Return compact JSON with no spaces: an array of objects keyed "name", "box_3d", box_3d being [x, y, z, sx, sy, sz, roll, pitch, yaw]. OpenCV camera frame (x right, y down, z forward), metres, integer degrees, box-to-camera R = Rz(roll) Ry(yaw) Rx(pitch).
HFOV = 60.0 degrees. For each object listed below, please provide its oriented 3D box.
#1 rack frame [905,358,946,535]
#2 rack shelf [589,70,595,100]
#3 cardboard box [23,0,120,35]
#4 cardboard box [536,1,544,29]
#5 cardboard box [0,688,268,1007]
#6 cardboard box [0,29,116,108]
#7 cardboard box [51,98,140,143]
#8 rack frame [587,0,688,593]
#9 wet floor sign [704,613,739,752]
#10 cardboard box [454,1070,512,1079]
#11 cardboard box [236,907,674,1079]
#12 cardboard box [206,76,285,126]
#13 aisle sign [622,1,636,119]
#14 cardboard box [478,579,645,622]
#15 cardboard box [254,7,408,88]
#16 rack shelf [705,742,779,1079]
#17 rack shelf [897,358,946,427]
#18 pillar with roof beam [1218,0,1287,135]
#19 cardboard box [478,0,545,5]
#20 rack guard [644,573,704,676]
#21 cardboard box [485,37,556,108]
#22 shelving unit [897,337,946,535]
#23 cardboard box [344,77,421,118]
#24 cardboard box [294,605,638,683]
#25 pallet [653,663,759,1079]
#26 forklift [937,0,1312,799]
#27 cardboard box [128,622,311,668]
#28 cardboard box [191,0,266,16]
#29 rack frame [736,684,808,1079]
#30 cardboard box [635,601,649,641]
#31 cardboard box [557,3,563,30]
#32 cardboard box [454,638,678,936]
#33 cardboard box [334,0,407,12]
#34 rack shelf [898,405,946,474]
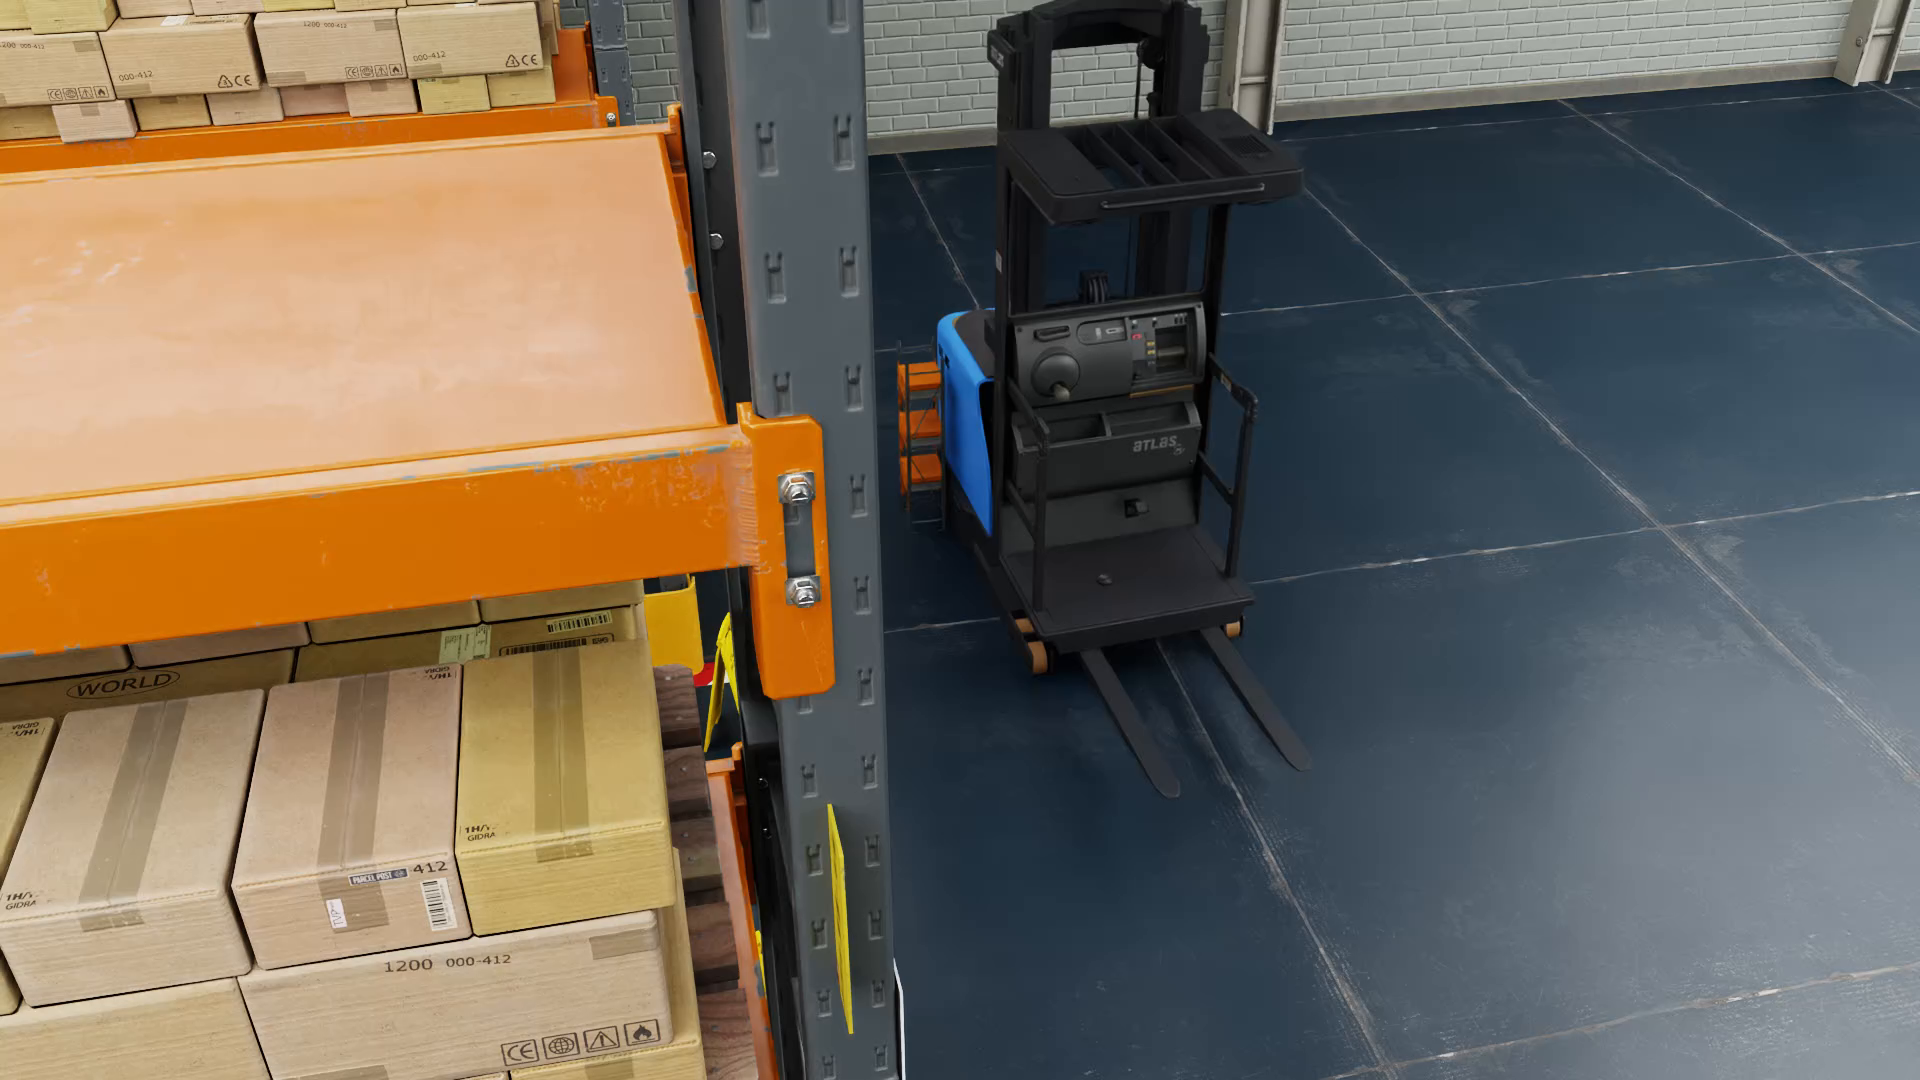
[{"name":"rack frame","box_3d":[-0.179,-0.478,8.742,0.200,1.050,0.008,-7,34,-9]},{"name":"rack shelf","box_3d":[-4.500,-3.058,11.483,4.000,0.370,1.077,-7,35,-11]},{"name":"cardboard box","box_3d":[-3.204,-1.969,6.033,0.250,0.149,0.380,-6,34,-9]},{"name":"cardboard box","box_3d":[-2.000,-2.295,6.877,0.500,0.250,0.500,-8,35,-11]},{"name":"cardboard box","box_3d":[-1.008,0.372,2.078,0.250,0.149,0.380,-7,34,-10]},{"name":"cardboard box","box_3d":[-3.378,-1.812,6.157,0.500,0.250,0.500,-7,34,-10]},{"name":"cardboard box","box_3d":[-3.225,-1.637,6.255,0.250,0.149,0.380,-8,35,-11]},{"name":"rack frame","box_3d":[-1.451,-0.905,7.630,0.127,3.000,1.000,-7,35,-11]},{"name":"wet floor sign","box_3d":[-1.029,0.631,7.454,0.232,0.644,0.267,4,34,6]},{"name":"cardboard box","box_3d":[-0.756,0.671,2.348,0.250,0.149,0.380,-7,34,-10]},{"name":"cardboard box","box_3d":[-0.676,0.462,2.302,0.500,0.250,0.500,-7,34,-10]},{"name":"cardboard box","box_3d":[-2.733,-1.737,6.402,0.250,0.149,0.380,-7,35,-11]},{"name":"aisle sign","box_3d":[-1.326,-1.835,6.682,0.004,0.787,0.394,-7,35,-11]},{"name":"cardboard box","box_3d":[-0.656,-0.047,2.703,0.250,0.149,0.380,-7,34,-10]},{"name":"cardboard box","box_3d":[-2.384,-1.949,6.361,0.500,0.250,0.500,-8,35,-11]},{"name":"rack shelf","box_3d":[-2.211,1.072,2.638,4.000,0.370,1.077,-7,35,-11]},{"name":"rack shelf","box_3d":[-0.203,-0.771,8.689,0.215,0.259,0.240,-7,34,-9]},{"name":"pillar with roof beam","box_3d":[3.375,-4.896,8.193,0.400,9.000,9.100,-7,35,-11]},{"name":"cardboard box","box_3d":[-1.715,-2.175,6.341,0.250,0.149,0.380,-7,34,-10]},{"name":"rack guard","box_3d":[-1.525,0.142,8.313,0.348,0.500,1.175,-7,35,-11]},{"name":"cardboard box","box_3d":[-1.737,-1.850,6.572,0.250,0.149,0.380,-7,34,-10]},{"name":"shelving unit","box_3d":[-0.203,-0.544,8.841,0.215,1.050,0.252,-7,34,-9]},{"name":"cardboard box","box_3d":[-2.239,-1.788,6.479,0.250,0.149,0.380,-6,34,-9]},{"name":"cardboard box","box_3d":[-0.787,0.170,2.737,0.500,0.250,0.500,-7,35,-11]},{"name":"pallet","box_3d":[-0.981,0.661,2.684,1.213,0.211,1.003,-7,35,-11]},{"name":"forklift","box_3d":[0.764,-0.813,7.555,1.130,2.935,3.031,-9,35,-13]},{"name":"cardboard box","box_3d":[-1.150,0.014,2.611,0.250,0.149,0.380,-8,35,-11]},{"name":"cardboard box","box_3d":[-2.719,-2.094,6.219,0.250,0.149,0.380,-7,35,-11]},{"name":"rack frame","box_3d":[-0.260,1.773,3.639,0.127,3.000,1.000,-7,35,-11]},{"name":"cardboard box","box_3d":[-0.665,0.284,2.926,0.250,0.149,0.380,-7,34,-10]},{"name":"cardboard box","box_3d":[-3.094,-3.734,11.756,0.500,0.500,0.500,-6,34,-9]},{"name":"cardboard box","box_3d":[-0.514,0.310,2.170,0.250,0.149,0.380,-7,34,-10]},{"name":"cardboard box","box_3d":[-2.220,-2.123,6.263,0.250,0.149,0.380,-8,35,-11]},{"name":"rack shelf","box_3d":[-0.203,-0.535,8.847,0.215,0.259,0.240,-7,34,-9]}]
